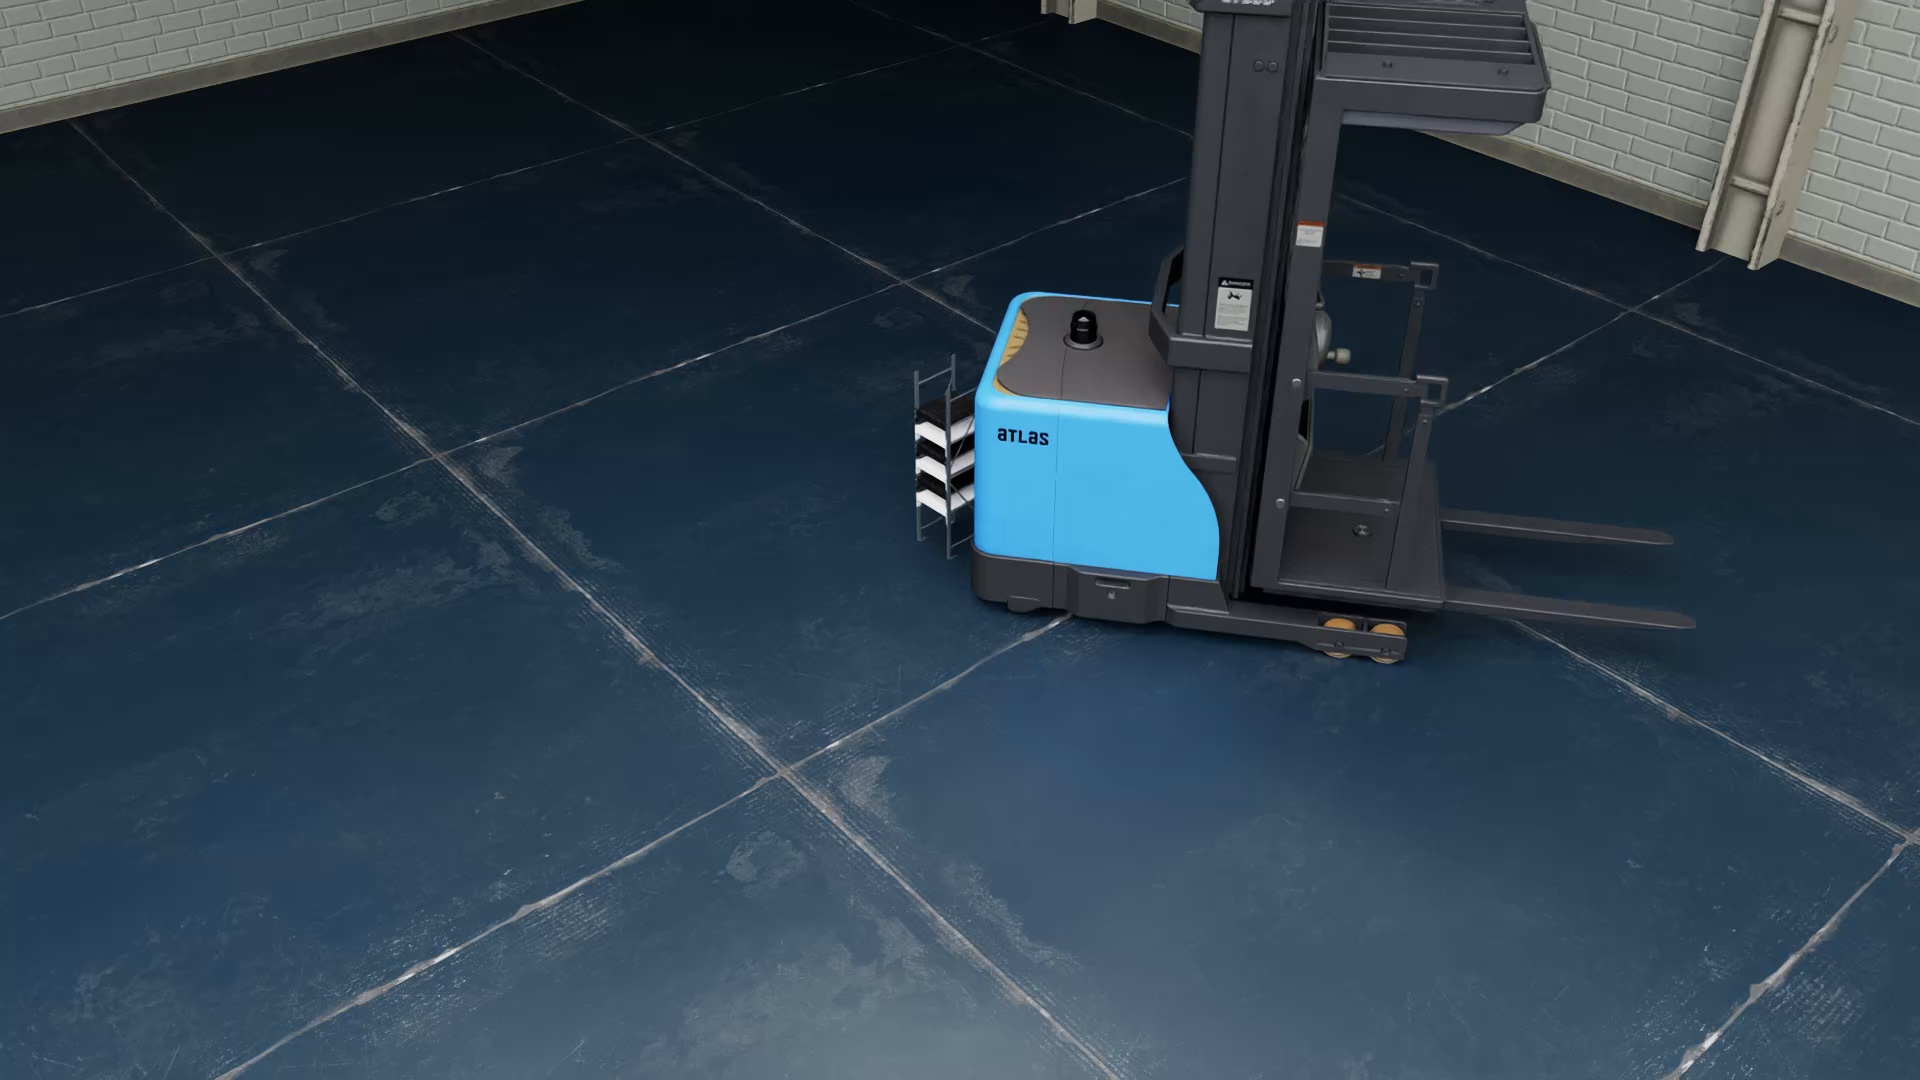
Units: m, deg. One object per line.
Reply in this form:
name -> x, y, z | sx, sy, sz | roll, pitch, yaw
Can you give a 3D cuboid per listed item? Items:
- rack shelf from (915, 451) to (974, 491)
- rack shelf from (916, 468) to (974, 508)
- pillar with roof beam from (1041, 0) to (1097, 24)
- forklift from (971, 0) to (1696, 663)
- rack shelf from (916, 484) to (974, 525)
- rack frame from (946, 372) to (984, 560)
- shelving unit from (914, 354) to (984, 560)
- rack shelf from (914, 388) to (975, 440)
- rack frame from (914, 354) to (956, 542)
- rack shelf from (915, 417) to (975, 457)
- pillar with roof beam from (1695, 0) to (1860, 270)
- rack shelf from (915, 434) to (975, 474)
rack shelf -> -0.040, -0.338, 7.506 | 0.258, 0.077, 0.200 | -29, 44, -34
rack shelf -> -0.040, -0.264, 7.558 | 0.258, 0.077, 0.200 | -29, 44, -34
pillar with roof beam -> -2.366, -6.489, 9.126 | 9.100, 9.000, 0.400 | -26, 43, -32
forklift -> 1.616, -1.012, 6.642 | 3.031, 2.935, 1.130 | 7, 36, 9
rack shelf -> -0.040, -0.191, 7.610 | 0.258, 0.077, 0.200 | -29, 44, -34
rack frame -> 0.030, -0.322, 7.426 | 0.240, 0.900, 0.006 | -29, 44, -34
shelving unit -> -0.040, -0.365, 7.487 | 0.258, 0.900, 0.210 | -29, 44, -34
rack shelf -> -0.040, -0.558, 7.350 | 0.258, 0.077, 0.200 | -29, 44, -34
rack frame -> -0.110, -0.408, 7.547 | 0.240, 0.900, 0.006 | -29, 44, -34
rack shelf -> -0.040, -0.485, 7.402 | 0.258, 0.077, 0.200 | -29, 44, -34
pillar with roof beam -> 1.506, -3.840, 5.385 | 9.100, 9.000, 0.400 | -26, 43, -32
rack shelf -> -0.040, -0.411, 7.454 | 0.258, 0.077, 0.200 | -29, 44, -34
